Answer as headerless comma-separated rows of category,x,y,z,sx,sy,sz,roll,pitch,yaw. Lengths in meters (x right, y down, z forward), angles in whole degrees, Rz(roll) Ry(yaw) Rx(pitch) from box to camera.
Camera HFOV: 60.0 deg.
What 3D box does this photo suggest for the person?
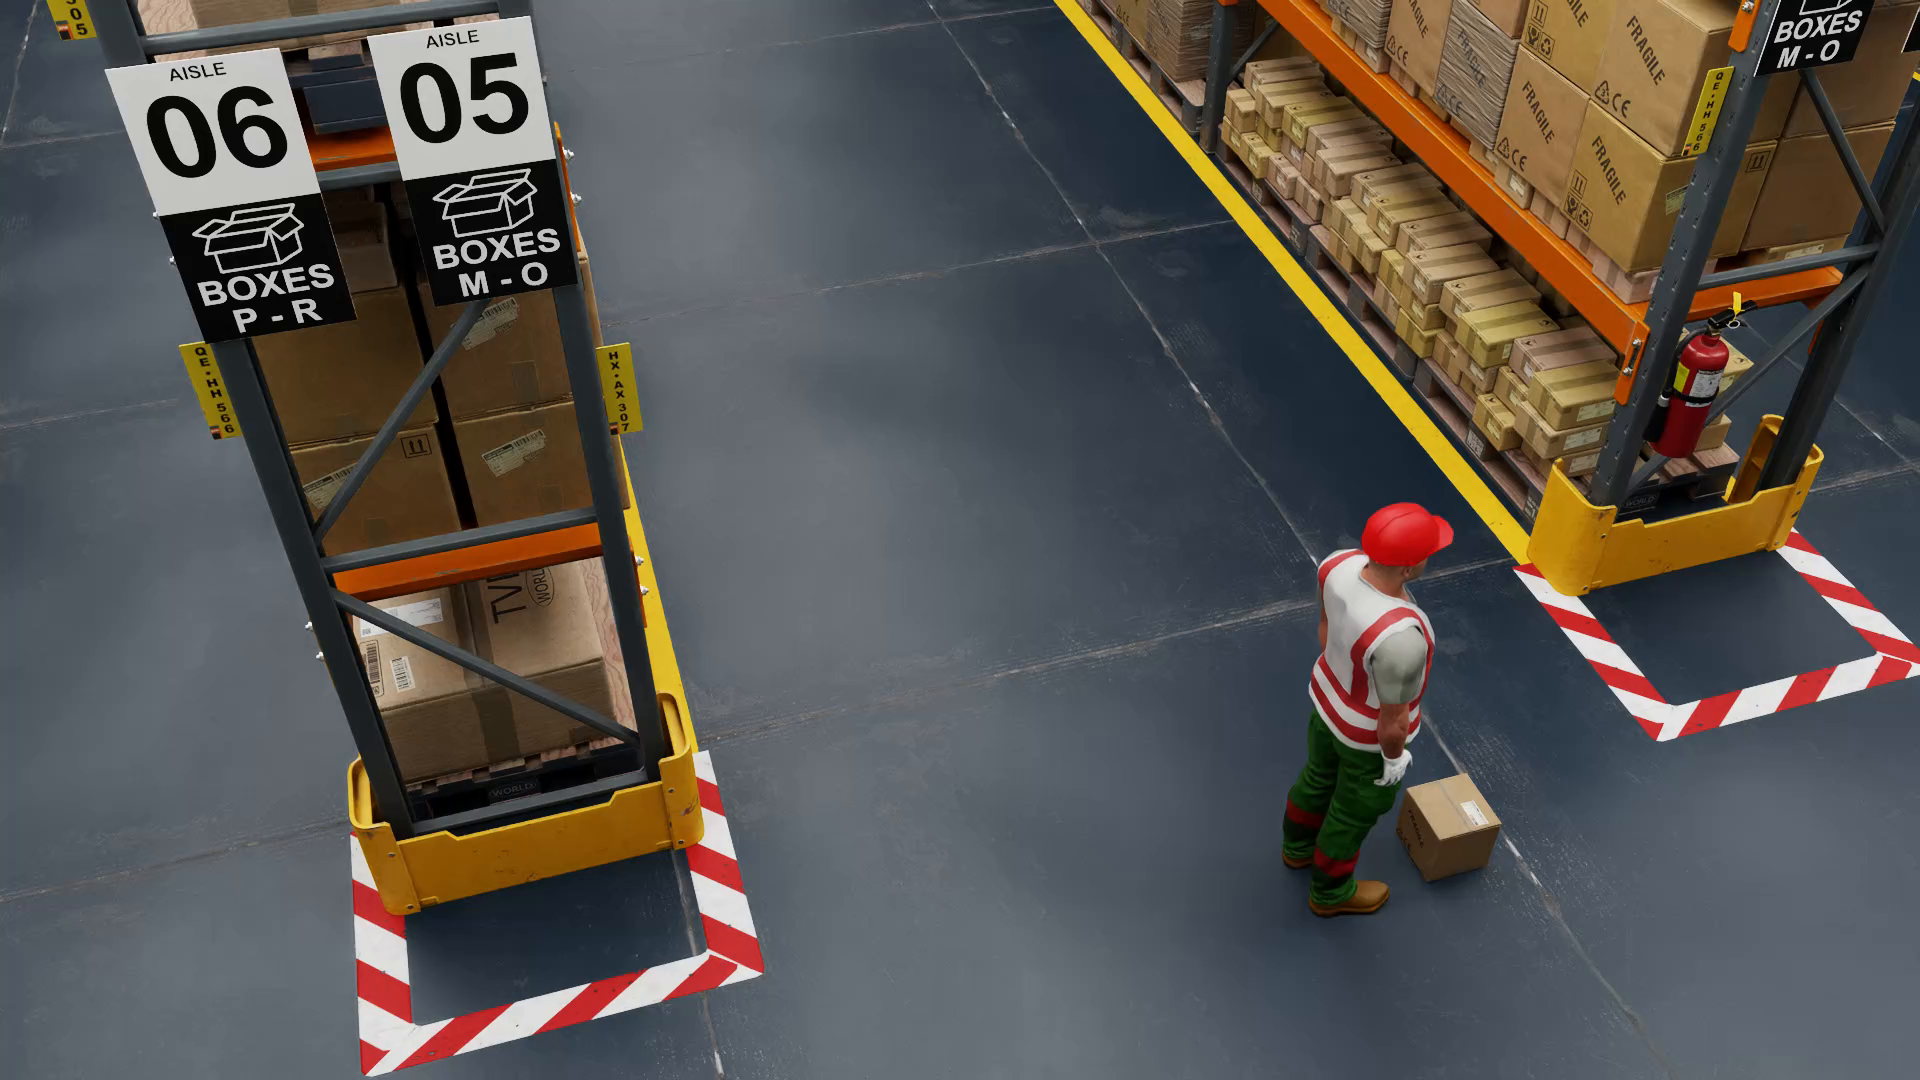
person,1.340,0.569,5.500,0.367,1.792,0.529,-11,43,-12
